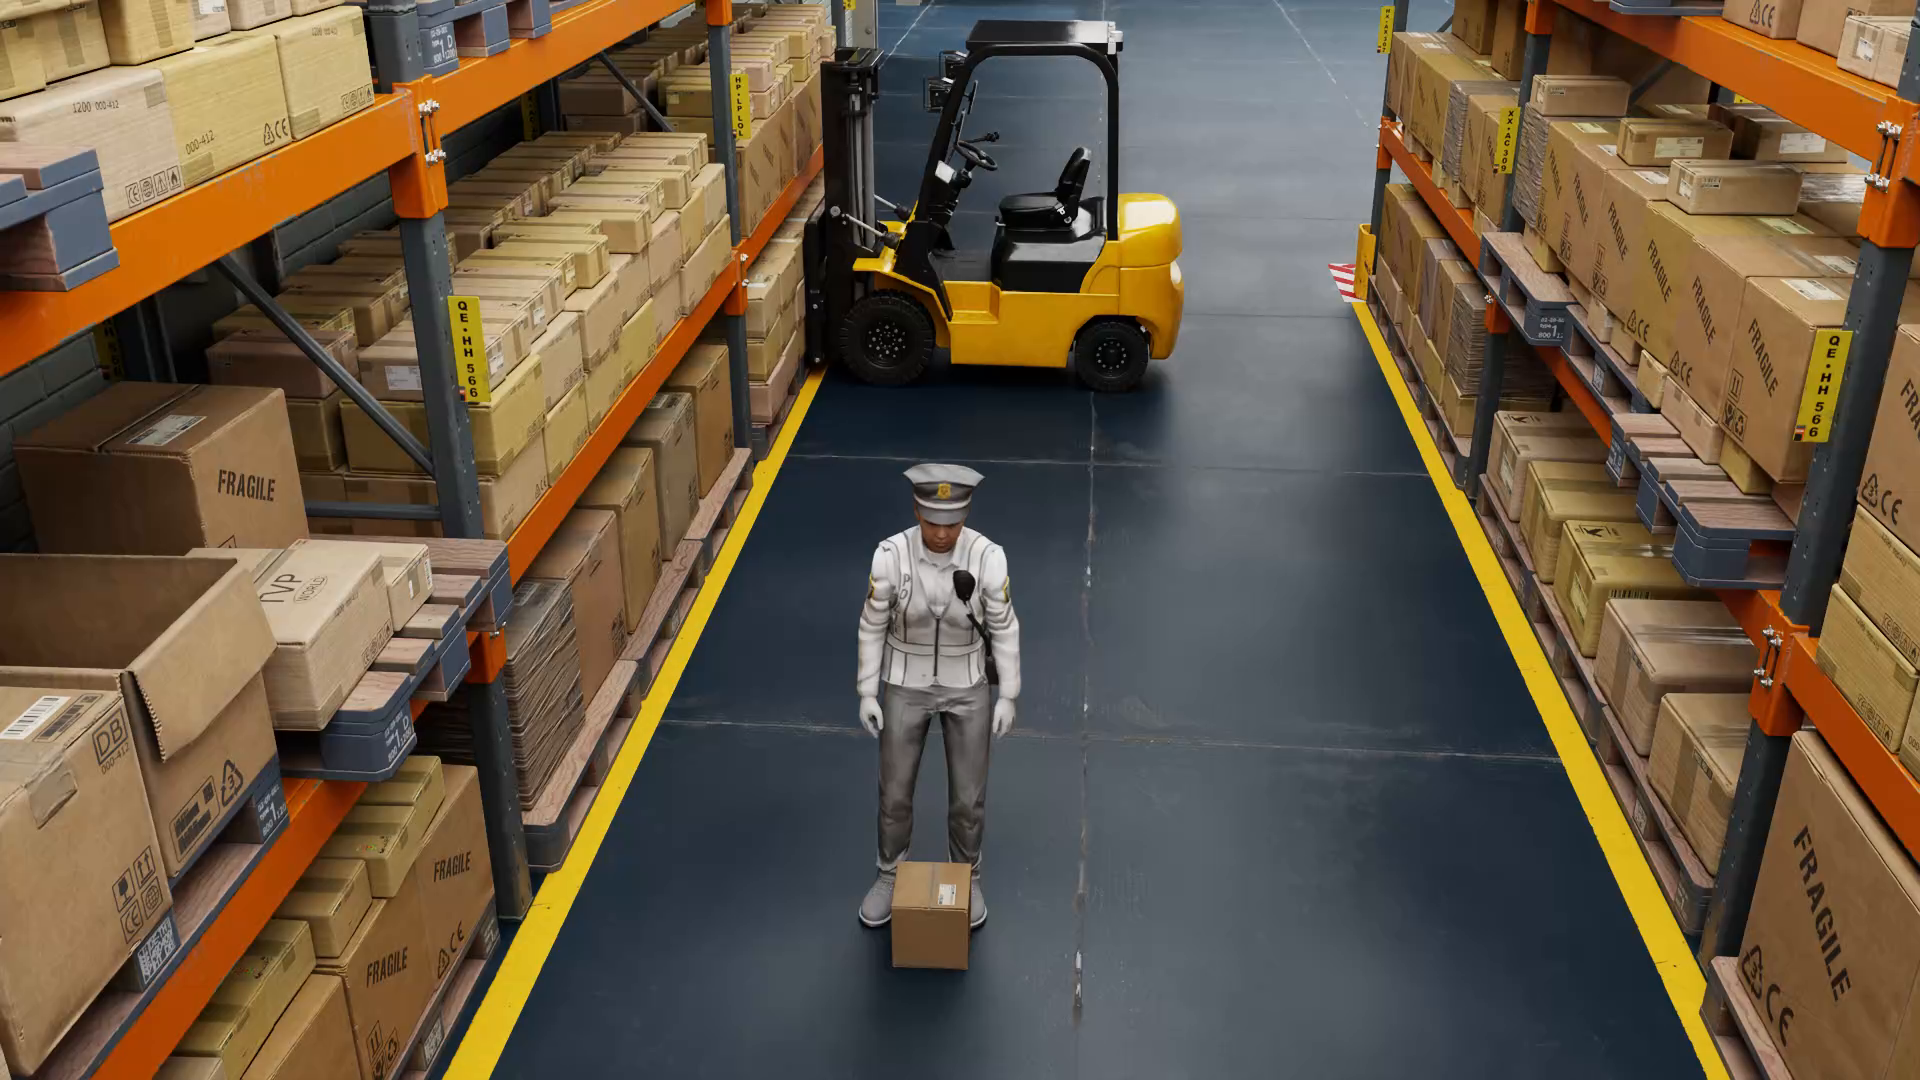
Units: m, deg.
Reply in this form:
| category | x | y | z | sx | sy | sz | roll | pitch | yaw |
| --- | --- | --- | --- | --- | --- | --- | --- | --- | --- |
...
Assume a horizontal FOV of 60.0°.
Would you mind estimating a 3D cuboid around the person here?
| category | x | y | z | sx | sy | sz | roll | pitch | yaw |
| --- | --- | --- | --- | --- | --- | --- | --- | --- | --- |
| person | -0.073 | 0.511 | 5.484 | 0.547 | 1.667 | 0.369 | 1 | 25 | 1 |
